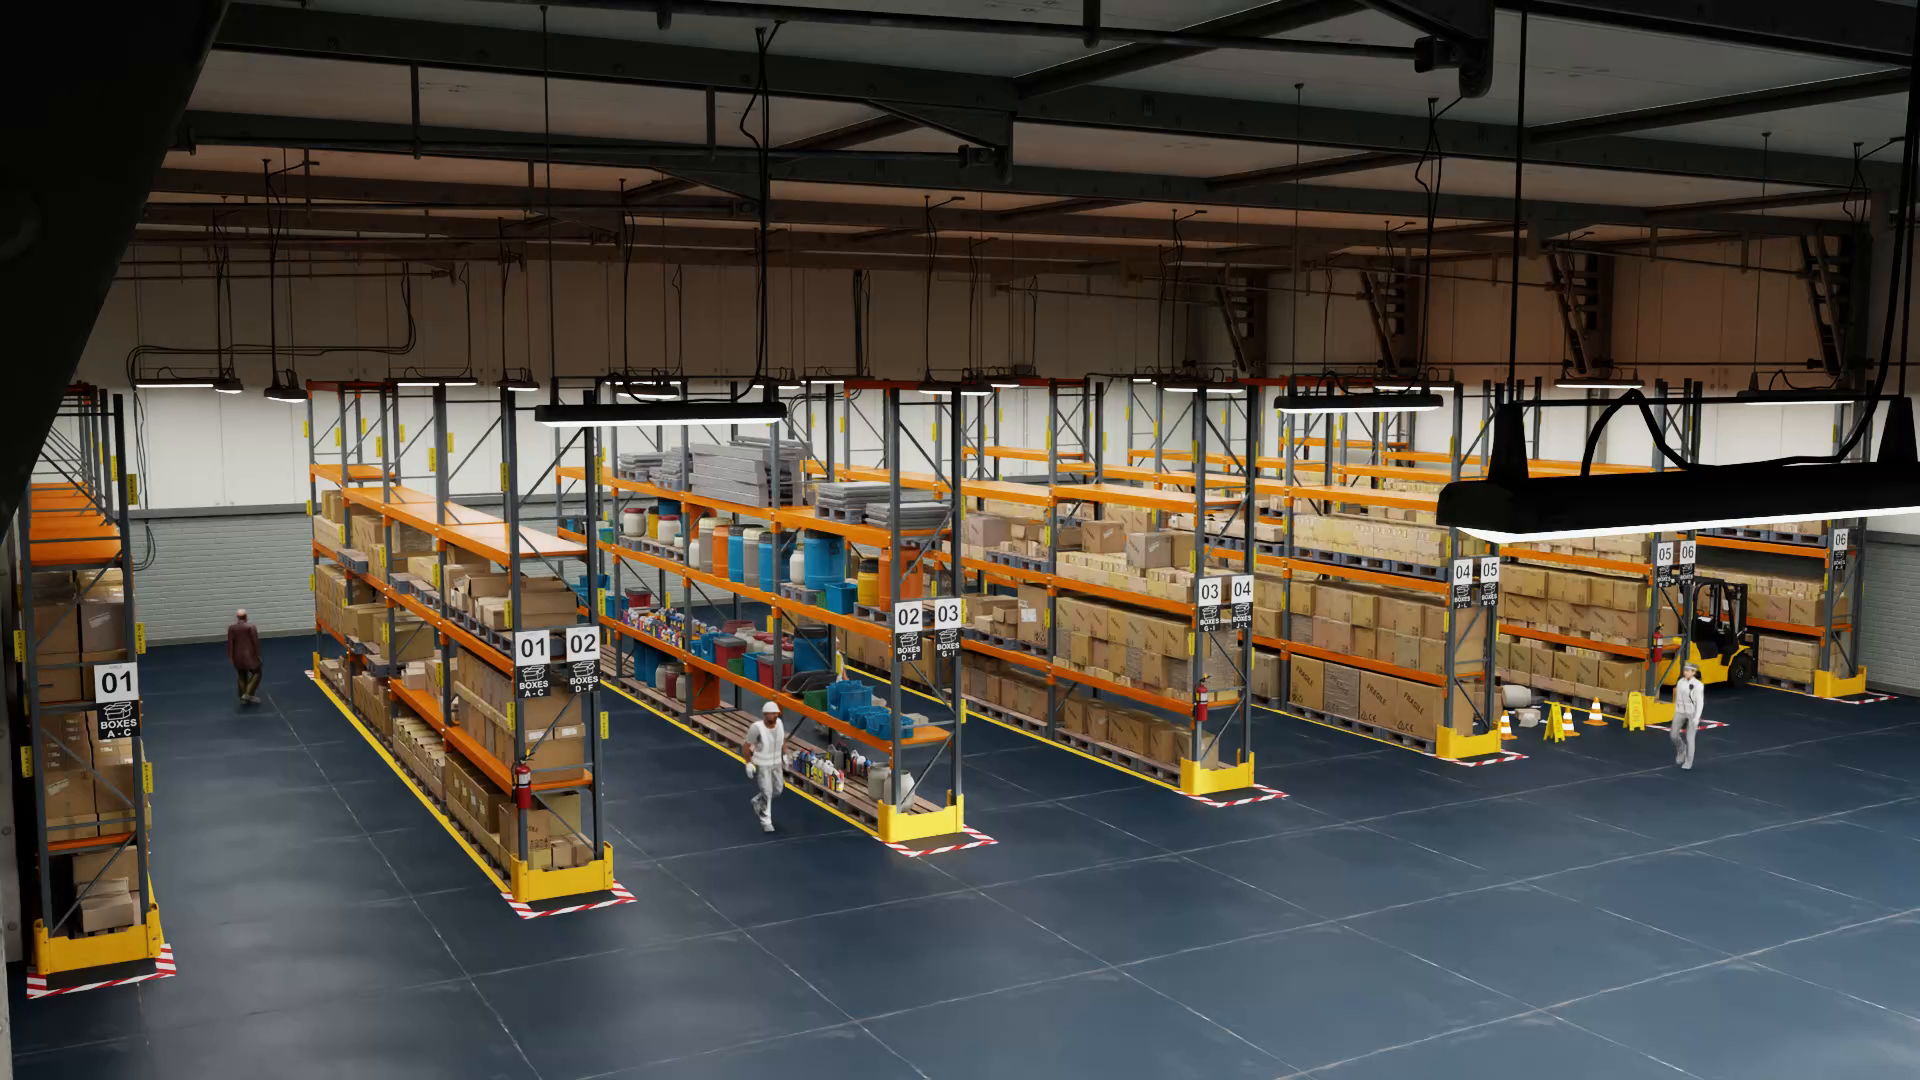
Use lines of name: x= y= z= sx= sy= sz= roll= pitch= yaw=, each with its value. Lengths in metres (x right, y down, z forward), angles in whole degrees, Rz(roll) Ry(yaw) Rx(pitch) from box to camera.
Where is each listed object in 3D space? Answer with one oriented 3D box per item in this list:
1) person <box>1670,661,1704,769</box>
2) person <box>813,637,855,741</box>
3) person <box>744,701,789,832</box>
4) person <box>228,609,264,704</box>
person: x=11.369 y=2.716 z=25.937 sx=0.466 sy=1.680 sz=0.447 roll=5 pitch=8 yaw=38
person: x=-2.082 y=2.466 z=27.960 sx=1.040 sy=1.729 sz=0.559 roll=4 pitch=7 yaw=31
person: x=-2.694 y=3.049 z=22.733 sx=0.719 sy=1.758 sz=0.639 roll=6 pitch=9 yaw=45
person: x=-13.283 y=2.220 z=30.878 sx=0.627 sy=1.678 sz=0.544 roll=1 pitch=6 yaw=5
